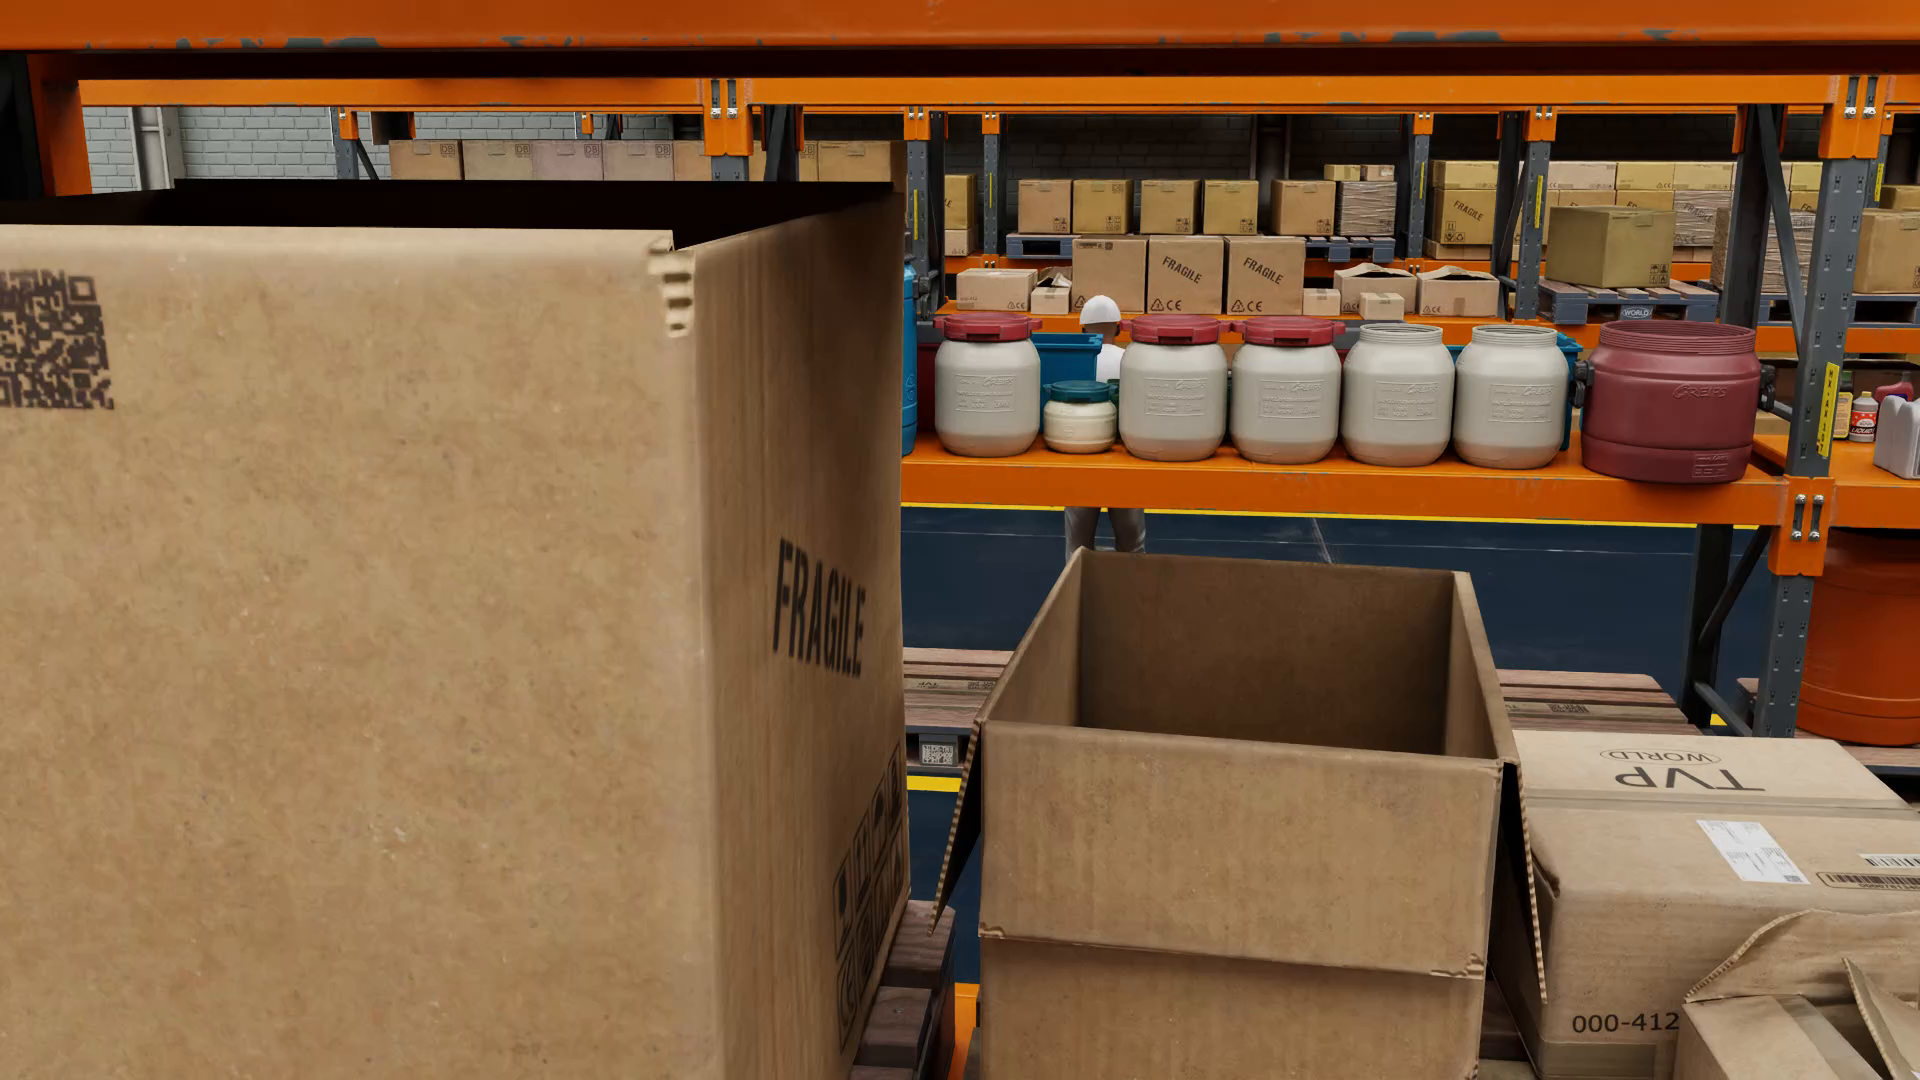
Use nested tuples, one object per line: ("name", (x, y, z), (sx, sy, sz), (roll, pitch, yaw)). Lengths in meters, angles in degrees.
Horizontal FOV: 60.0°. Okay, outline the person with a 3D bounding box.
("person", (0.708, -0.329, 8.277), (0.635, 1.757, 0.455), (1, 14, 3))
